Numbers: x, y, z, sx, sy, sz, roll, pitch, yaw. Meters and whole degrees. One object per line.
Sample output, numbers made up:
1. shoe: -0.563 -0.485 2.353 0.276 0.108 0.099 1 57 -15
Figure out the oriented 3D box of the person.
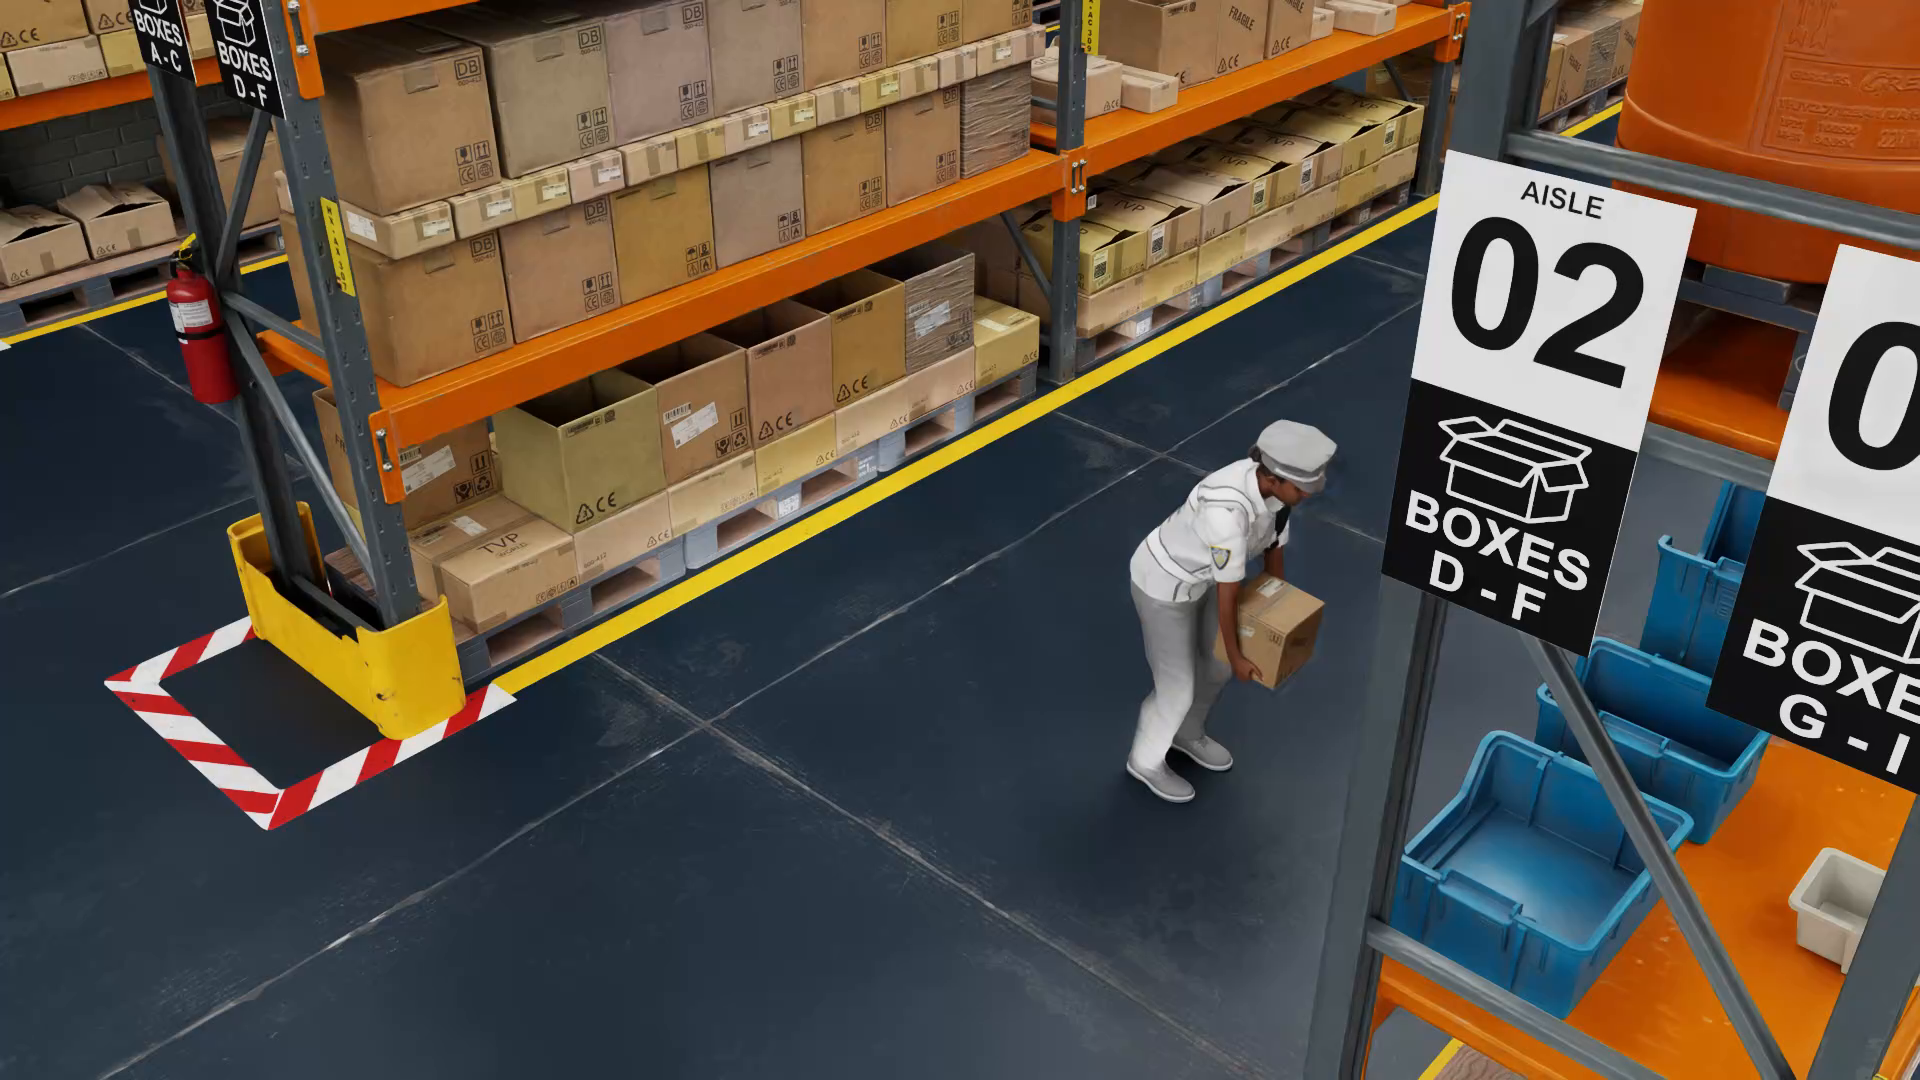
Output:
1. person: 0.919 0.251 5.851 0.668 1.540 0.414 24 39 34
